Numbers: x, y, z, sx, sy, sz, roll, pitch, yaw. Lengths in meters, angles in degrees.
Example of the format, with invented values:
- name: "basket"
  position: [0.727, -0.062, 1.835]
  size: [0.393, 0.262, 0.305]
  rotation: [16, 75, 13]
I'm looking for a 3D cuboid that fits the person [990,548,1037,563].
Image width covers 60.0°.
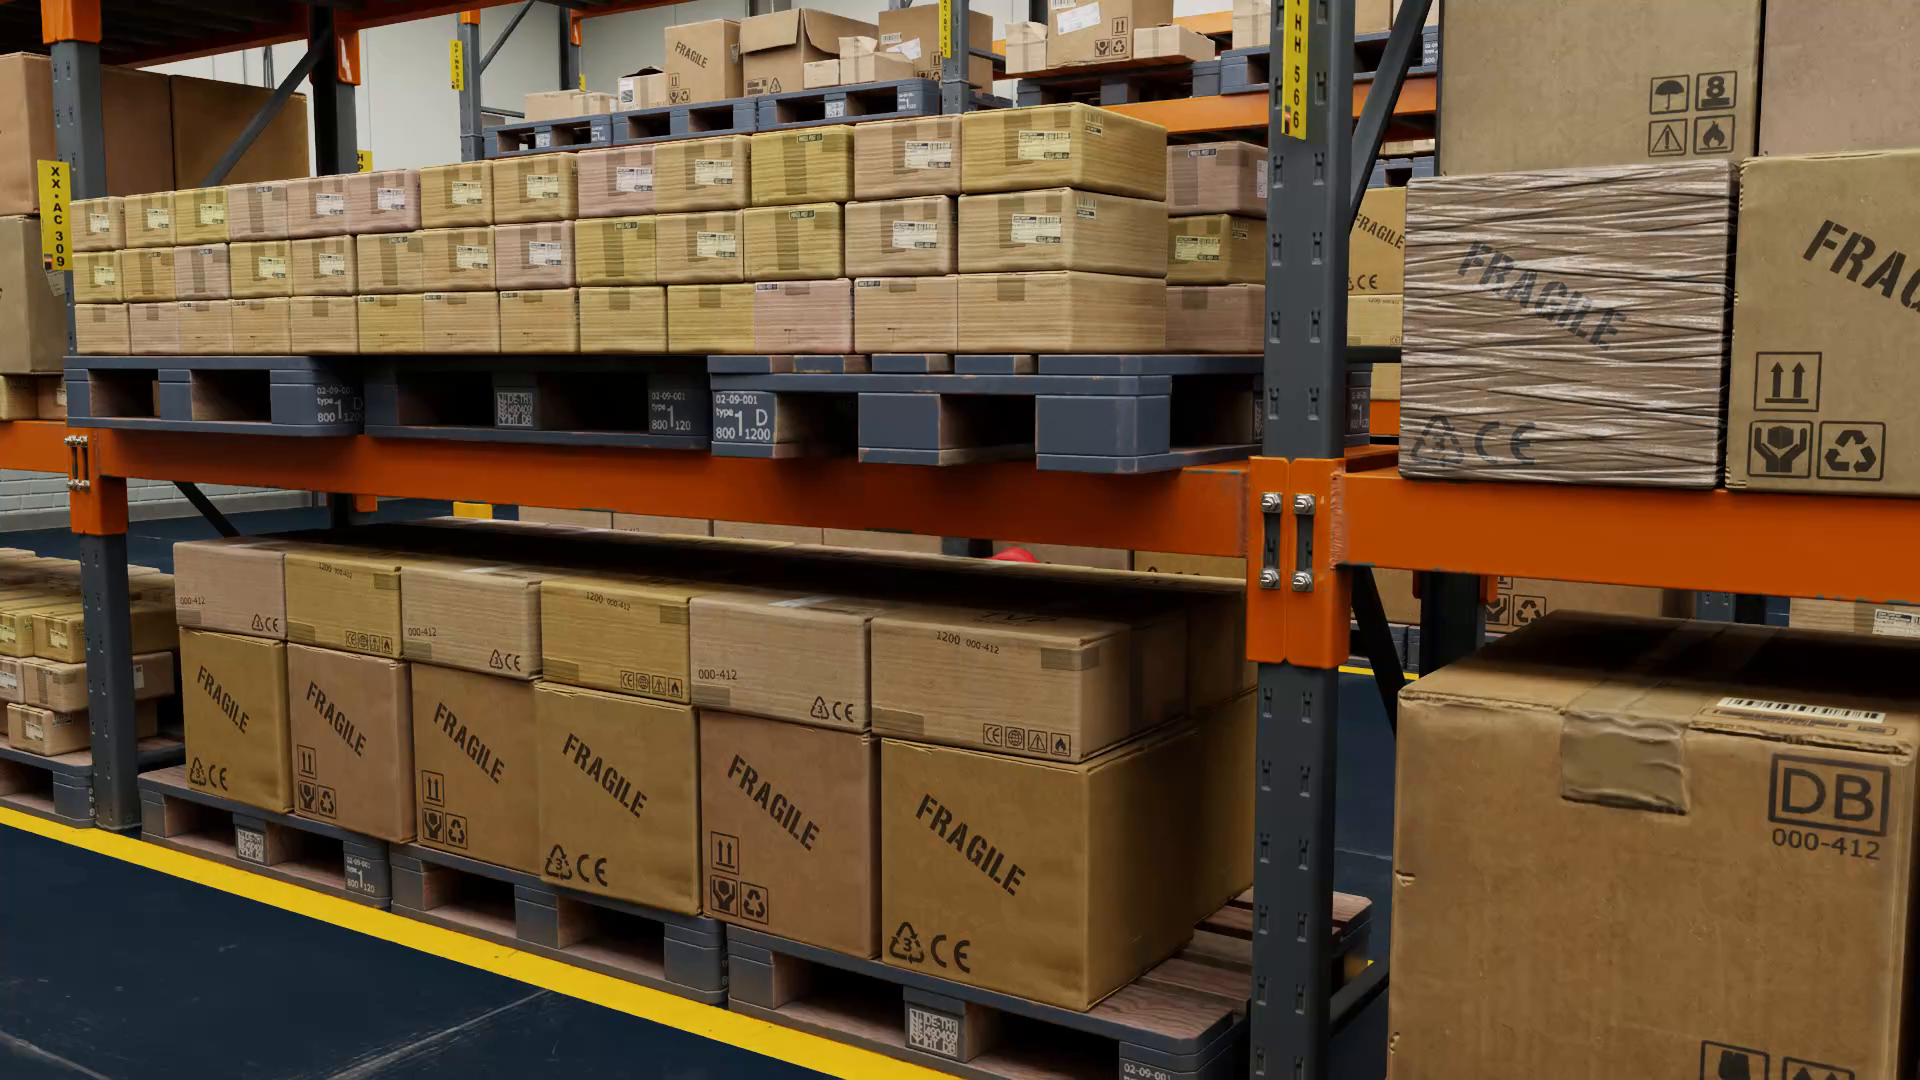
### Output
- name: "person"
  position: [-0.114, 0.448, 5.927]
  size: [0.892, 0.874, 0.560]
  rotation: [4, 8, 34]
